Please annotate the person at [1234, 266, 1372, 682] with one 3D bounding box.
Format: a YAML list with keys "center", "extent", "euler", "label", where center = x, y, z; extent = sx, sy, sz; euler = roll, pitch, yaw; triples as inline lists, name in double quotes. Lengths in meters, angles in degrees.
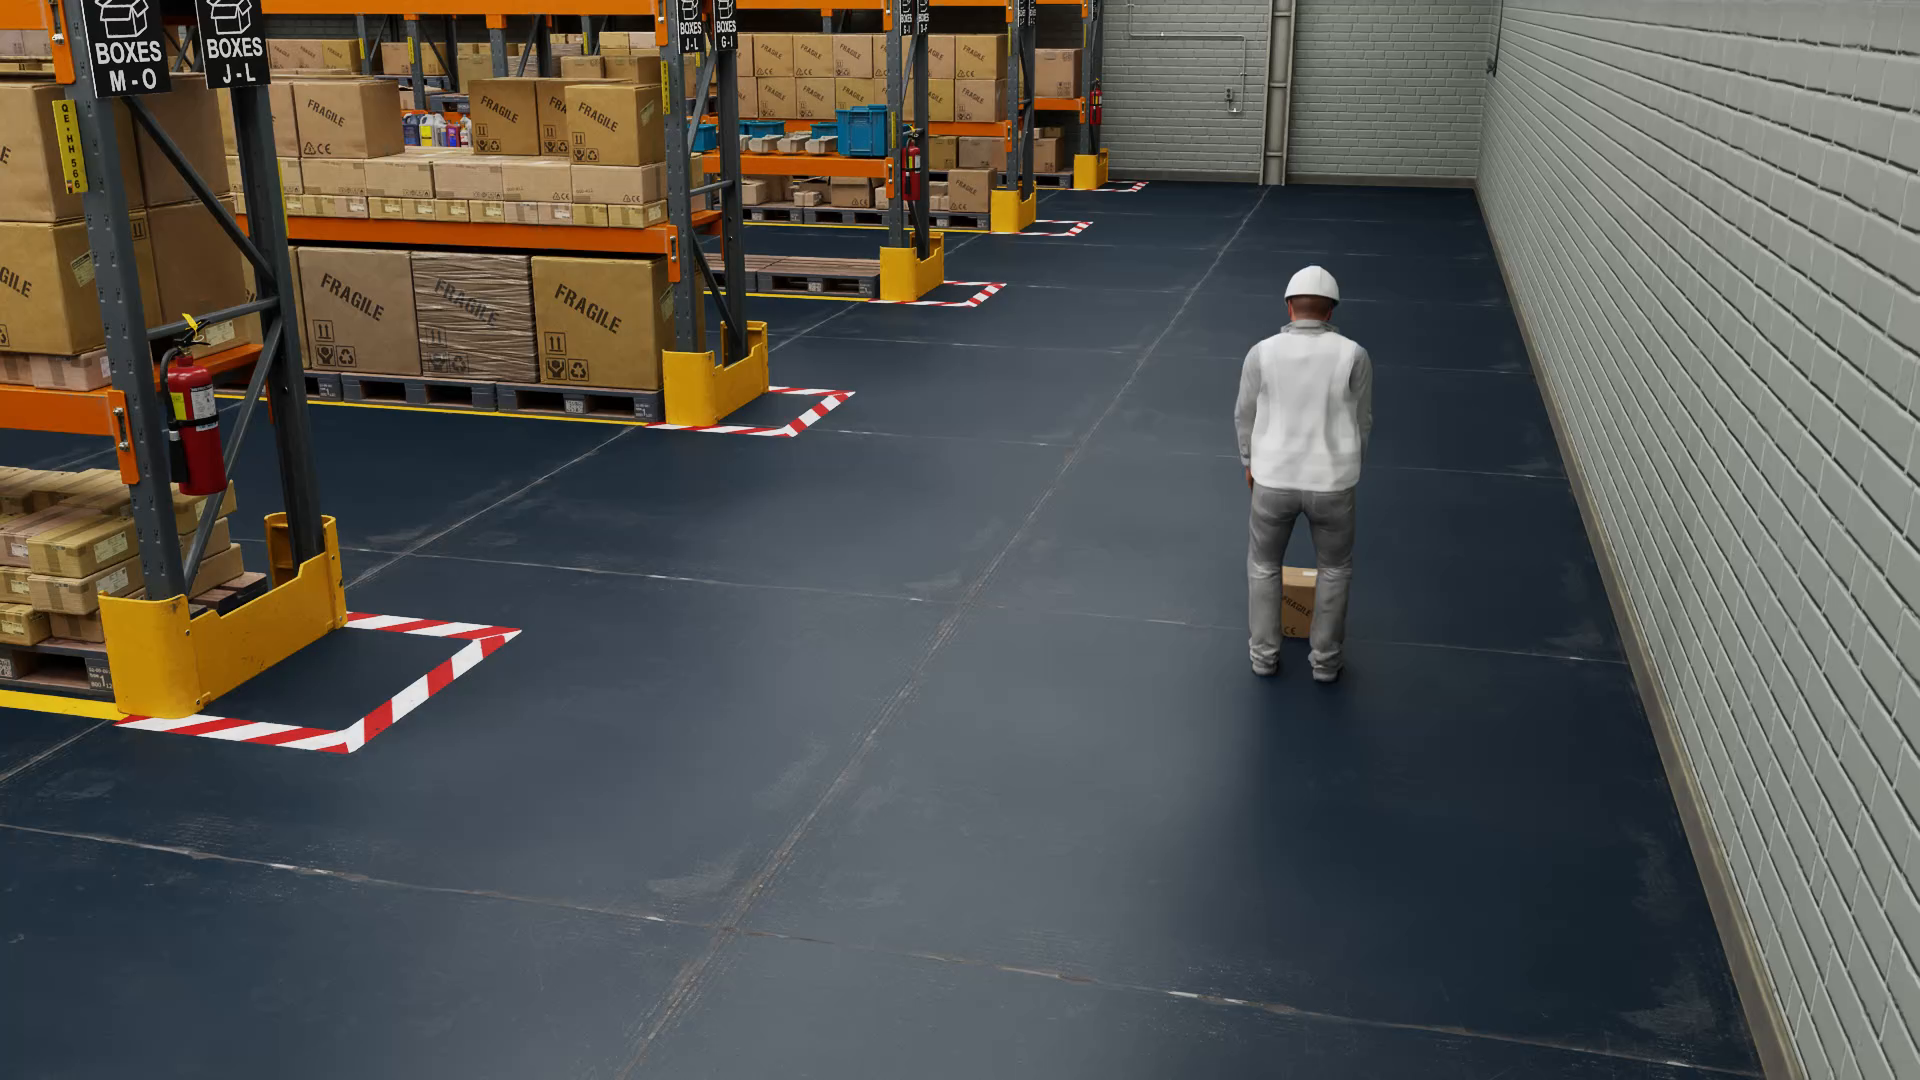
- center: [1.413, -0.266, 6.931]
  extent: [0.560, 1.719, 0.476]
  euler: [5, 19, 15]
  label: "person"
